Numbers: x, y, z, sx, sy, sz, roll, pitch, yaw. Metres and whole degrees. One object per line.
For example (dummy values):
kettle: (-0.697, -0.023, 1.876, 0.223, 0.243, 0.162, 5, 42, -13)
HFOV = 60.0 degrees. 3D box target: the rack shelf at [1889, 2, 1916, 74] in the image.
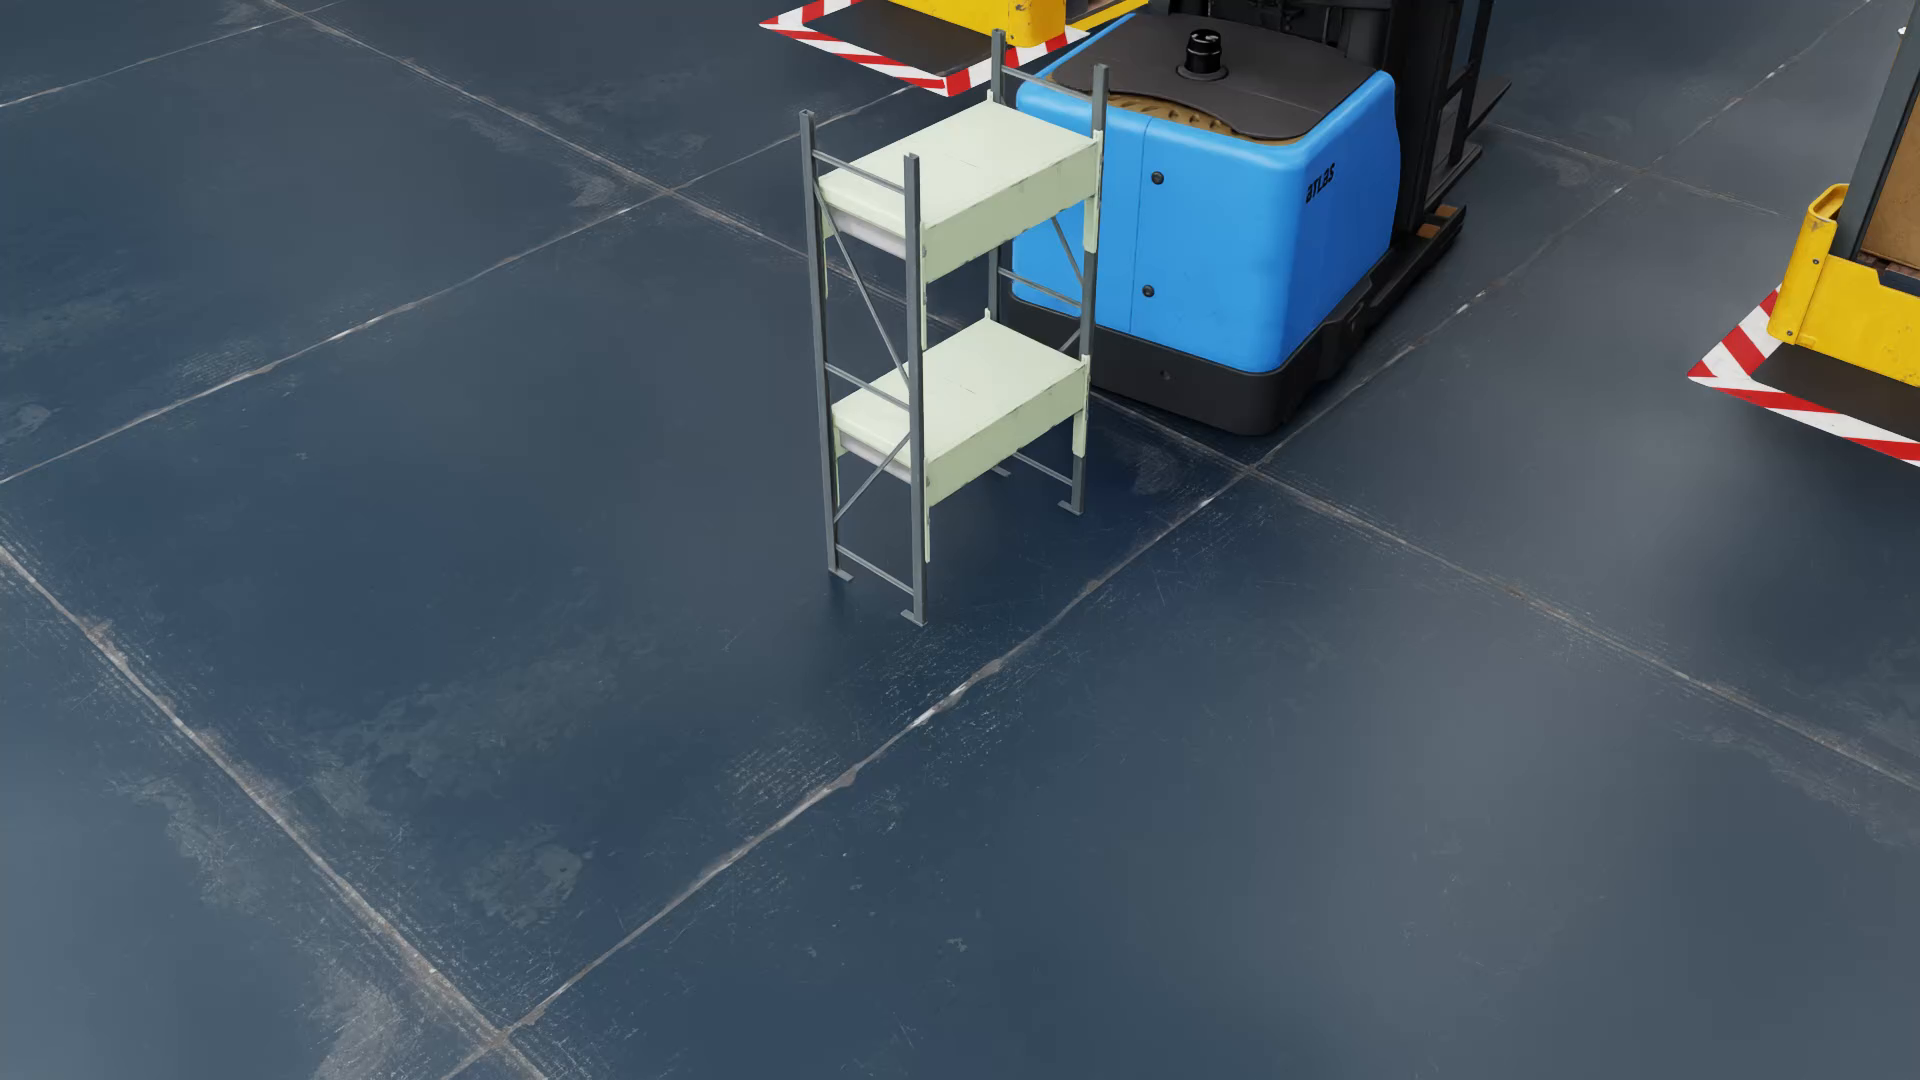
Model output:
rack shelf: (4.910, -2.430, 6.474, 1.077, 0.370, 4.000, 30, 47, 32)

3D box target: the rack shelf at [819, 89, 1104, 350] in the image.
rack shelf: (-0.004, -0.889, 4.536, 0.431, 0.370, 0.720, 30, 47, 32)

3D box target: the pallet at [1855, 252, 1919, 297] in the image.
pallet: (4.042, -1.101, 6.465, 1.003, 0.211, 1.213, 30, 47, 32)

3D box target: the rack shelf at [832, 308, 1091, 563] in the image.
rack shelf: (-0.004, -0.329, 4.982, 0.431, 0.370, 0.720, 30, 47, 32)

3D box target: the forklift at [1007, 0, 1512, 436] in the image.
forklift: (1.389, -2.383, 5.891, 1.130, 2.935, 3.031, 22, 43, 25)

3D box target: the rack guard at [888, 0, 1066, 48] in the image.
rack guard: (0.019, -2.978, 8.594, 1.175, 0.500, 0.348, 30, 47, 32)

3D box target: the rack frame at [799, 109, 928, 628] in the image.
rack frame: (-0.251, -0.416, 4.568, 0.400, 1.500, 0.023, 30, 47, 32)

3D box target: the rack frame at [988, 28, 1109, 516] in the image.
rack frame: (0.242, -0.752, 4.991, 0.400, 1.500, 0.023, 30, 47, 32)

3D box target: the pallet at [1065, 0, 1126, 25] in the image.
pallet: (0.593, -3.223, 9.134, 1.003, 0.211, 1.213, 30, 47, 32)

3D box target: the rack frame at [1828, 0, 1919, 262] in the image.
rack frame: (3.560, -1.793, 5.094, 1.000, 3.000, 0.127, 30, 47, 32)

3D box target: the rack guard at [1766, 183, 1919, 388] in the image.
rack guard: (3.544, -0.803, 5.858, 1.175, 0.500, 0.348, 30, 47, 32)

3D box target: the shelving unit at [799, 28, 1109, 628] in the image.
shelving unit: (-0.004, -0.584, 4.779, 0.431, 1.500, 0.755, 30, 47, 32)

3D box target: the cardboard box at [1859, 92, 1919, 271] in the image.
cardboard box: (3.969, -1.465, 6.052, 0.875, 0.875, 0.875, 30, 47, 32)
